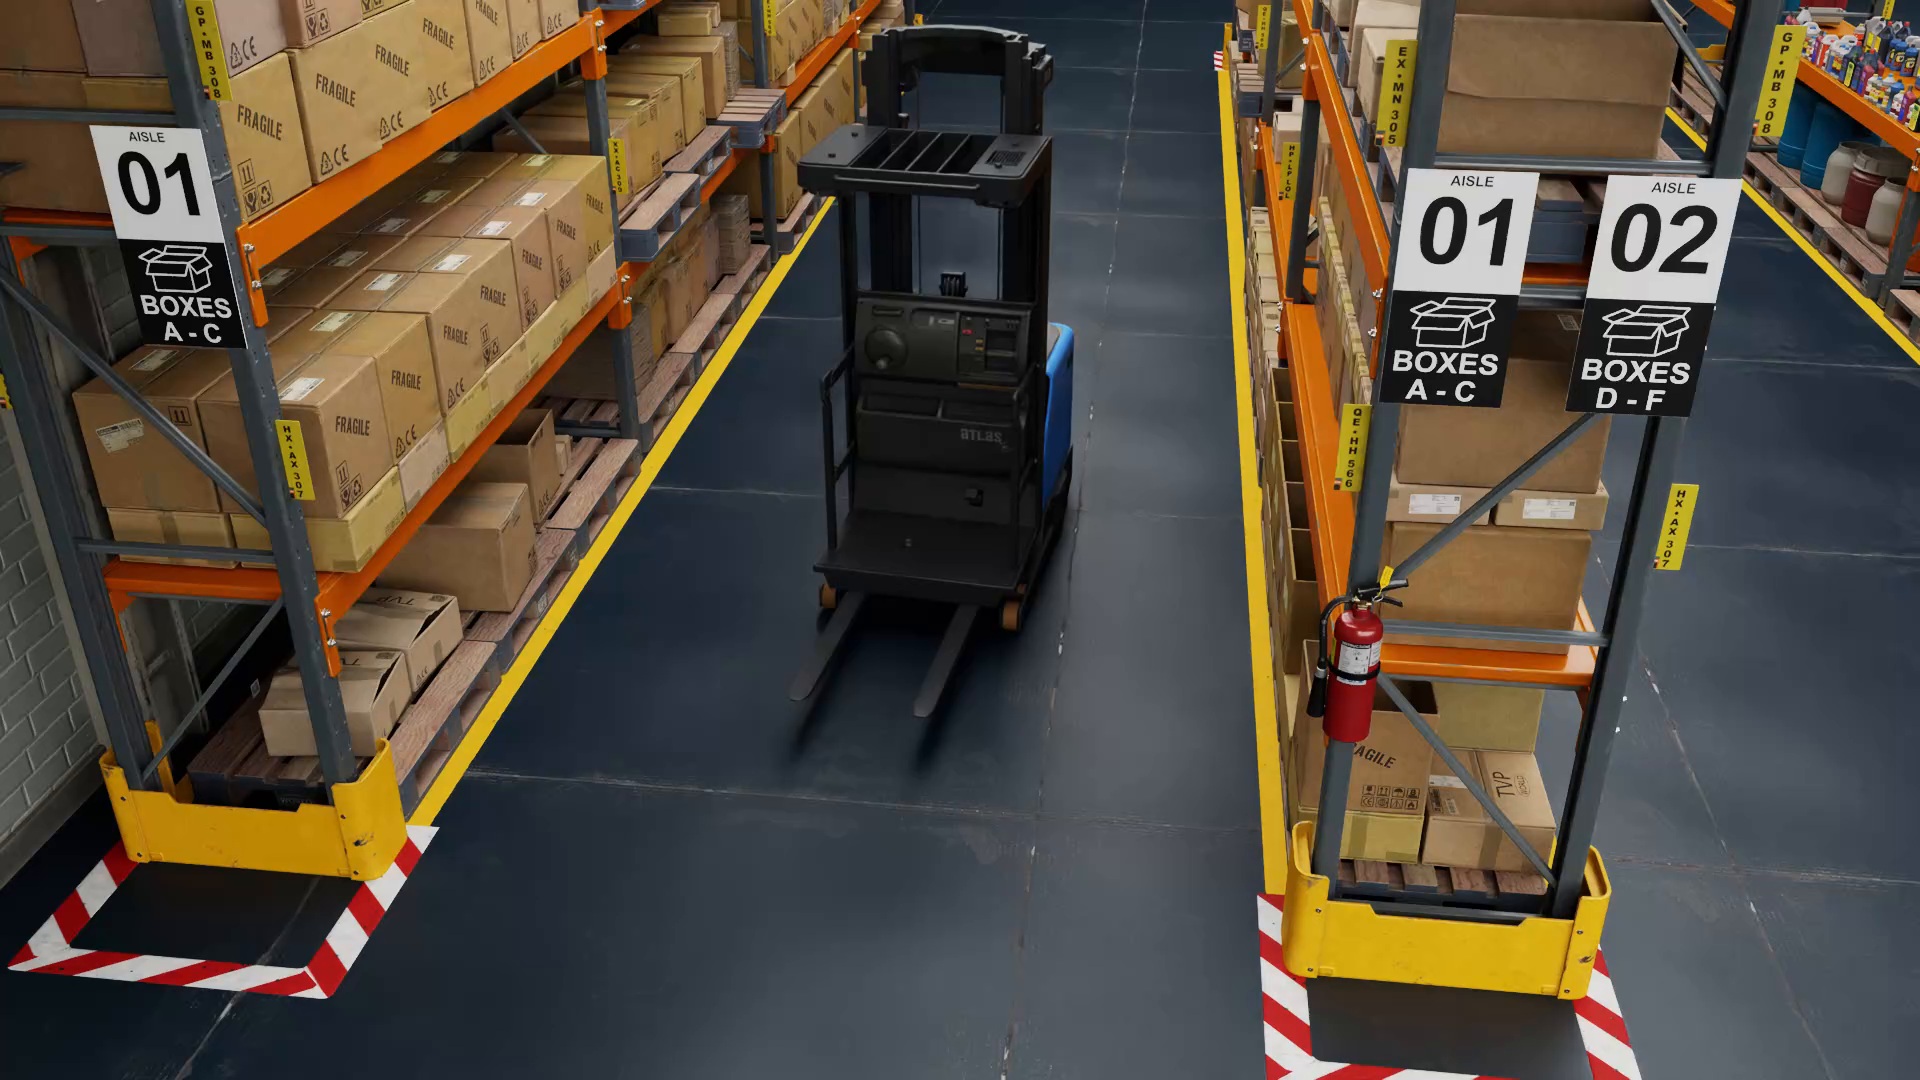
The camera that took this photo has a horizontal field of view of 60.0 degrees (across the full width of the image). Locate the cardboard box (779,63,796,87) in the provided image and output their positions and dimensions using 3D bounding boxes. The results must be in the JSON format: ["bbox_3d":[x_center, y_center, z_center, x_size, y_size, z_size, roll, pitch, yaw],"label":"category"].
[{"bbox_3d":[-1.625,-3.992,14.241,0.380,0.149,0.250,4,29,8],"label":"cardboard box"}]

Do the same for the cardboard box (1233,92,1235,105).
[{"bbox_3d":[3.130,-4.714,17.879,0.380,0.149,0.250,3,28,6],"label":"cardboard box"}]

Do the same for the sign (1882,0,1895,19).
[{"bbox_3d":[8.817,-5.110,15.781,0.100,0.325,0.005,3,28,6],"label":"sign"}]

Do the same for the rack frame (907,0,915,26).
[{"bbox_3d":[-1.071,-7.480,20.471,1.000,3.000,0.127,3,28,6],"label":"rack frame"}]

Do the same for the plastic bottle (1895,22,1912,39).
[{"bbox_3d":[8.461,-4.461,14.919,0.144,0.351,0.185,3,28,6],"label":"plastic bottle"}]

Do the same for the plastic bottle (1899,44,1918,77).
[{"bbox_3d":[8.266,-4.177,14.476,0.097,0.271,0.097,0,28,0],"label":"plastic bottle"}]

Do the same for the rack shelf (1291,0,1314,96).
[{"bbox_3d":[2.620,-3.490,10.662,1.077,0.370,4.000,3,28,6],"label":"rack shelf"}]

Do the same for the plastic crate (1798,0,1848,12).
[{"bbox_3d":[8.629,-5.481,16.631,0.402,0.464,0.583,3,28,6],"label":"plastic crate"}]

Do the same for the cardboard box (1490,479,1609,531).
[{"bbox_3d":[2.147,-0.164,6.102,0.380,0.149,0.250,3,28,6],"label":"cardboard box"}]

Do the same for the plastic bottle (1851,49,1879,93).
[{"bbox_3d":[7.608,-3.942,13.957,0.144,0.351,0.185,3,28,6],"label":"plastic bottle"}]

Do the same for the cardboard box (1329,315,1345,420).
[{"bbox_3d":[2.204,-0.895,8.144,0.700,0.500,0.500,4,29,7],"label":"cardboard box"}]

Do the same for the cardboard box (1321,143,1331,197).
[{"bbox_3d":[2.550,-2.198,10.561,0.500,0.500,0.500,5,29,10],"label":"cardboard box"}]

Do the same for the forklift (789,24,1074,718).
[{"bbox_3d":[-0.141,-1.002,8.520,1.130,2.935,3.031,6,29,11],"label":"forklift"}]

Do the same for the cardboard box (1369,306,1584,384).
[{"bbox_3d":[2.021,-0.769,6.542,0.700,0.500,0.500,3,28,5],"label":"cardboard box"}]

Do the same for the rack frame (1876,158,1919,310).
[{"bbox_3d":[7.781,-3.138,12.413,1.000,3.000,0.127,3,28,6],"label":"rack frame"}]

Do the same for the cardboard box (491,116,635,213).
[{"bbox_3d":[-2.445,-2.306,10.299,0.700,0.500,0.500,3,29,6],"label":"cardboard box"}]

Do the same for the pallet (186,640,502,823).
[{"bbox_3d":[-2.888,0.863,7.925,1.003,0.211,1.213,3,28,6],"label":"pallet"}]

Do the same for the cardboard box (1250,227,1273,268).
[{"bbox_3d":[2.454,-2.172,12.484,0.500,0.311,0.500,3,28,5],"label":"cardboard box"}]

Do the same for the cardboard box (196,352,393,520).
[{"bbox_3d":[-2.675,-0.428,6.729,0.500,0.500,0.500,3,28,6],"label":"cardboard box"}]

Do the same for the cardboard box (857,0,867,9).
[{"bbox_3d":[-1.479,-5.983,17.377,0.980,0.700,0.700,4,29,7],"label":"cardboard box"}]

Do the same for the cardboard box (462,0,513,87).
[{"bbox_3d":[-2.463,-2.452,7.850,0.500,0.500,0.500,2,28,4],"label":"cardboard box"}]

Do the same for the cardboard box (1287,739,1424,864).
[{"bbox_3d":[1.658,1.094,7.013,0.500,0.250,0.500,3,28,6],"label":"cardboard box"}]

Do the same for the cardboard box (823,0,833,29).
[{"bbox_3d":[-1.490,-5.072,15.562,0.500,0.500,0.500,3,29,6],"label":"cardboard box"}]

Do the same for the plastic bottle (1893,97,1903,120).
[{"bbox_3d":[7.468,-3.428,13.160,0.097,0.201,0.097,0,28,0],"label":"plastic bottle"}]

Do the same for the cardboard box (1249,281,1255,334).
[{"bbox_3d":[2.391,-1.691,12.183,0.500,0.250,0.500,3,28,5],"label":"cardboard box"}]

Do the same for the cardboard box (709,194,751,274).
[{"bbox_3d":[-2.088,-2.465,13.335,0.700,0.500,0.500,4,29,7],"label":"cardboard box"}]

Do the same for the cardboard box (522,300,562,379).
[{"bbox_3d":[-2.414,-1.062,8.695,0.500,0.250,0.500,3,28,6],"label":"cardboard box"}]

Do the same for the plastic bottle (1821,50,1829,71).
[{"bbox_3d":[7.681,-4.249,14.684,0.097,0.201,0.097,0,28,0],"label":"plastic bottle"}]

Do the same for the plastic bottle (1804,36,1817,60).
[{"bbox_3d":[7.738,-4.467,15.088,0.097,0.201,0.097,0,28,0],"label":"plastic bottle"}]

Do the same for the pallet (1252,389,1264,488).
[{"bbox_3d":[2.427,-0.667,10.764,1.003,0.211,1.213,3,28,6],"label":"pallet"}]

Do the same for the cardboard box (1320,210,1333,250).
[{"bbox_3d":[2.120,-1.641,8.844,0.380,0.149,0.250,4,29,7],"label":"cardboard box"}]

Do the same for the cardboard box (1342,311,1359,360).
[{"bbox_3d":[1.931,-0.913,7.493,0.380,0.149,0.250,3,28,5],"label":"cardboard box"}]

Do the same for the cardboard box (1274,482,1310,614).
[{"bbox_3d":[1.826,0.057,8.148,0.500,0.500,0.500,3,28,6],"label":"cardboard box"}]

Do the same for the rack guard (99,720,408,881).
[{"bbox_3d":[-3.022,1.116,7.151,1.175,0.500,0.348,3,28,6],"label":"rack guard"}]

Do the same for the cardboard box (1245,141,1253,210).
[{"bbox_3d":[2.811,-3.219,14.733,0.500,0.500,0.500,2,28,4],"label":"cardboard box"}]

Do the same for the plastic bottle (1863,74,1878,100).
[{"bbox_3d":[7.551,-3.749,13.755,0.097,0.201,0.097,0,28,0],"label":"plastic bottle"}]

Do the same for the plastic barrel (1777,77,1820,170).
[{"bbox_3d":[8.187,-4.027,15.832,0.600,0.901,0.708,3,28,6],"label":"plastic barrel"}]

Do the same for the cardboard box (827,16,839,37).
[{"bbox_3d":[-1.380,-4.952,16.023,0.380,0.149,0.250,3,28,6],"label":"cardboard box"}]

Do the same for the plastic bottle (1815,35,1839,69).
[{"bbox_3d":[7.723,-4.335,14.765,0.152,0.276,0.135,3,28,6],"label":"plastic bottle"}]

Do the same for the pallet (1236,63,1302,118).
[{"bbox_3d":[2.879,-3.667,13.595,1.213,0.211,1.003,3,28,6],"label":"pallet"}]

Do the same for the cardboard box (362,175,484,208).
[{"bbox_3d":[-2.874,-1.652,9.000,0.500,0.500,0.500,3,28,6],"label":"cardboard box"}]

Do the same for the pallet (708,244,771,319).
[{"bbox_3d":[-2.149,-2.119,13.460,1.003,0.211,1.213,3,28,6],"label":"pallet"}]

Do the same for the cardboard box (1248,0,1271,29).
[{"bbox_3d":[3.054,-5.002,15.324,0.700,0.500,0.500,8,29,14],"label":"cardboard box"}]

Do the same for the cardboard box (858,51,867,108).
[{"bbox_3d":[-1.368,-5.027,18.112,0.700,0.500,0.500,4,29,7],"label":"cardboard box"}]

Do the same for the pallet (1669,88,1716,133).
[{"bbox_3d":[8.470,-4.718,18.284,1.003,0.211,1.213,3,28,6],"label":"pallet"}]

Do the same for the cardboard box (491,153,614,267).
[{"bbox_3d":[-2.293,-1.864,9.393,0.500,0.500,0.500,3,28,6],"label":"cardboard box"}]

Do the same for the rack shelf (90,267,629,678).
[{"bbox_3d":[-2.787,-0.573,8.409,1.077,0.370,4.000,3,28,6],"label":"rack shelf"}]

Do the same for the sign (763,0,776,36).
[{"bbox_3d":[-1.512,-4.162,13.175,0.100,0.325,0.005,3,28,6],"label":"sign"}]

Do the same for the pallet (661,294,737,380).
[{"bbox_3d":[-2.301,-1.546,12.397,1.003,0.211,1.213,3,28,6],"label":"pallet"}]

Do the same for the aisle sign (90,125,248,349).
[{"bbox_3d":[-2.743,-1.041,5.780,0.394,0.787,0.004,3,28,6],"label":"aisle sign"}]

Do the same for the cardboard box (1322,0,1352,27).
[{"bbox_3d":[1.986,-2.597,7.749,0.500,0.311,0.500,2,28,3],"label":"cardboard box"}]

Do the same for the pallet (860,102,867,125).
[{"bbox_3d":[-1.391,-4.723,18.294,1.003,0.211,1.213,3,28,6],"label":"pallet"}]

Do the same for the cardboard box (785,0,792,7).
[{"bbox_3d":[-1.675,-4.680,14.043,0.500,0.250,0.500,3,28,5],"label":"cardboard box"}]

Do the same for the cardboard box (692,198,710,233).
[{"bbox_3d":[-2.220,-2.531,12.666,0.500,0.250,0.500,4,29,7],"label":"cardboard box"}]

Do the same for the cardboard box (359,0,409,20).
[{"bbox_3d":[-2.580,-2.404,6.707,0.500,0.500,0.500,4,29,8],"label":"cardboard box"}]

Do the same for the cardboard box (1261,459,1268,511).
[{"bbox_3d":[2.017,-0.319,9.635,0.500,0.250,0.500,3,28,6],"label":"cardboard box"}]

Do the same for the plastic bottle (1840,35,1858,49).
[{"bbox_3d":[7.874,-4.326,14.748,0.152,0.276,0.135,3,28,6],"label":"plastic bottle"}]
